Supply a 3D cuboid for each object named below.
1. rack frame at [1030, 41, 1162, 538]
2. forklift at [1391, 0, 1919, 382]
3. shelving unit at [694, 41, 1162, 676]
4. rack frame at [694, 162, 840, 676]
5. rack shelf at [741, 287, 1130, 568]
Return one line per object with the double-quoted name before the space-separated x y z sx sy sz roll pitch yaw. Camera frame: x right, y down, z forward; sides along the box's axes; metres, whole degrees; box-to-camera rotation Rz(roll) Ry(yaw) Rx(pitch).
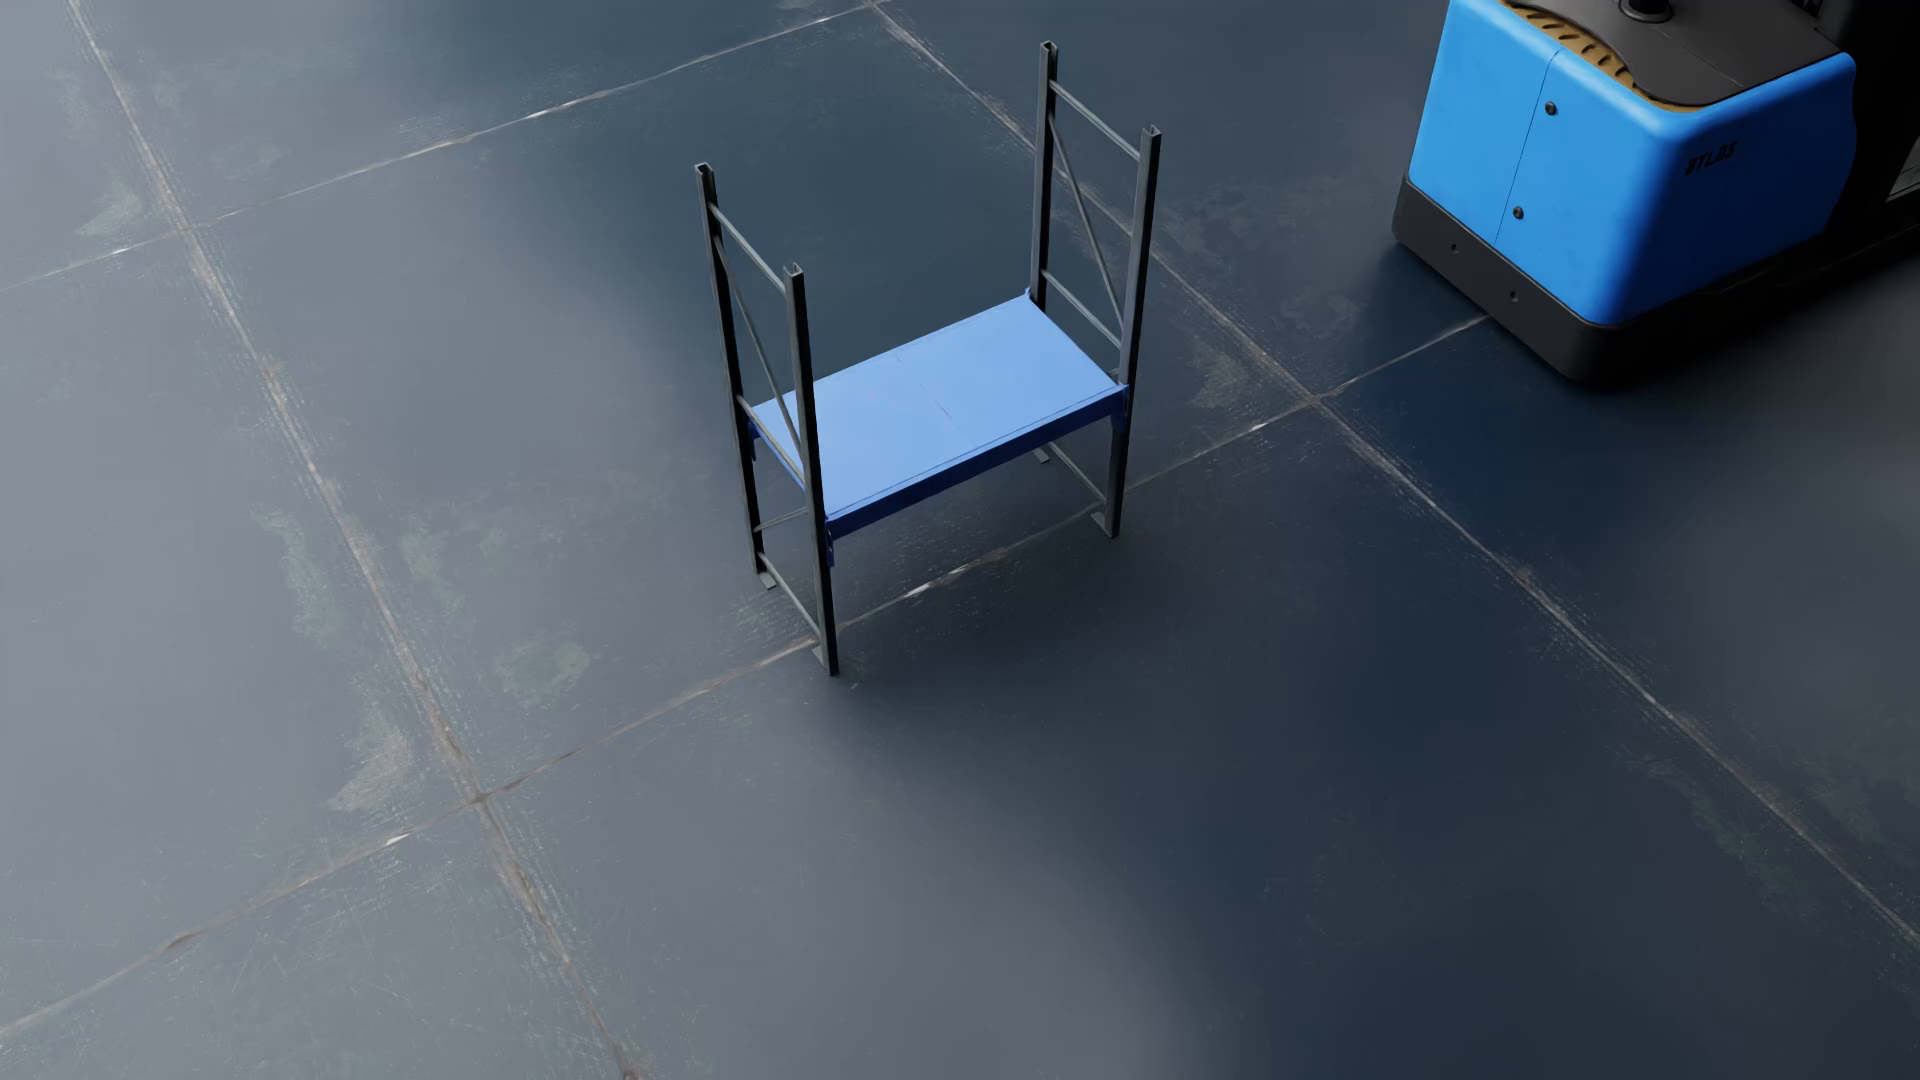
"rack frame" 0.358 -0.667 4.840 0.032 1.500 0.500 -25 53 -21
"forklift" 3.138 -2.338 5.370 3.031 2.935 1.130 -23 52 -20
"shelving unit" -0.072 -0.465 4.660 1.048 1.500 0.538 -25 53 -21
"rack frame" -0.502 -0.262 4.479 0.032 1.500 0.500 -25 53 -21
"rack shelf" -0.072 -0.345 4.794 1.000 0.185 0.538 -25 53 -21
